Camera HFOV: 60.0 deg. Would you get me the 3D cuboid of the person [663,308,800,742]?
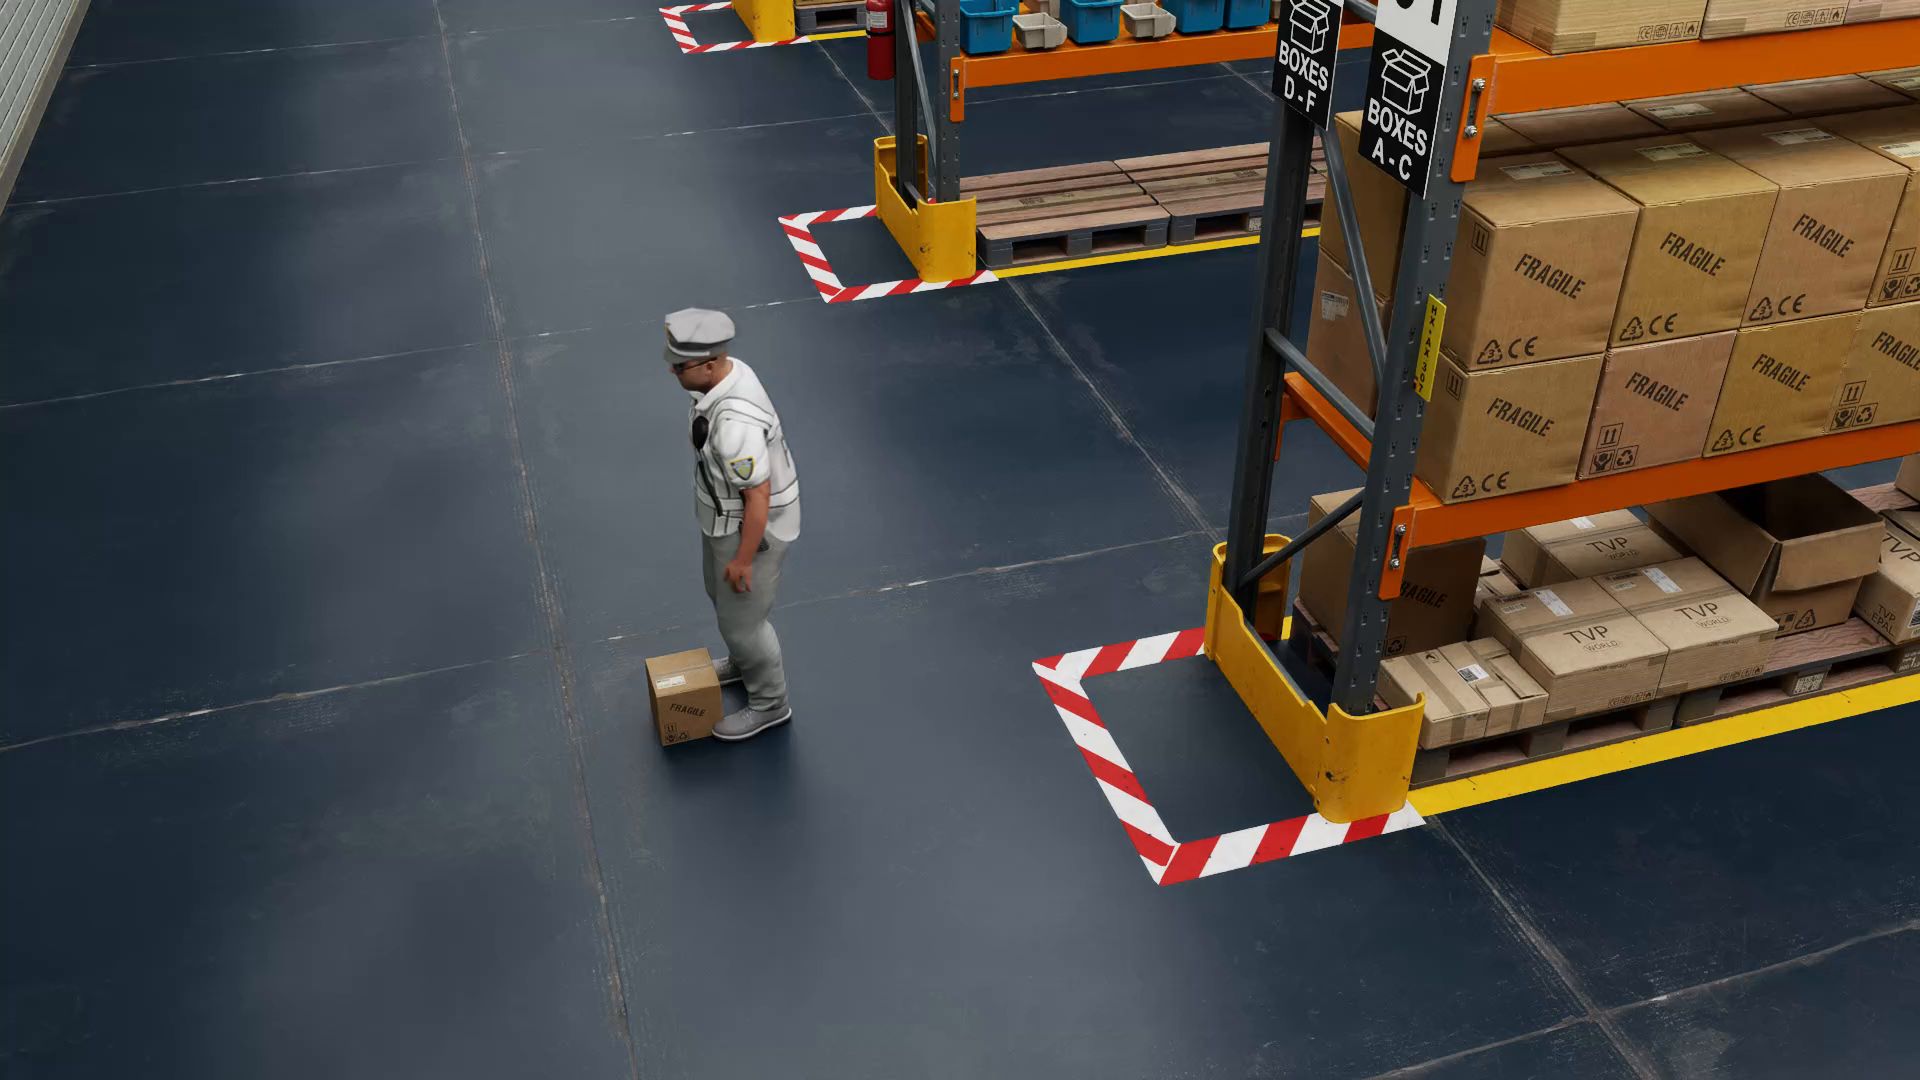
[{"bbox_3d":[-0.826,-0.063,6.229,0.433,1.748,0.587,-10,35,-15],"label":"person"}]
